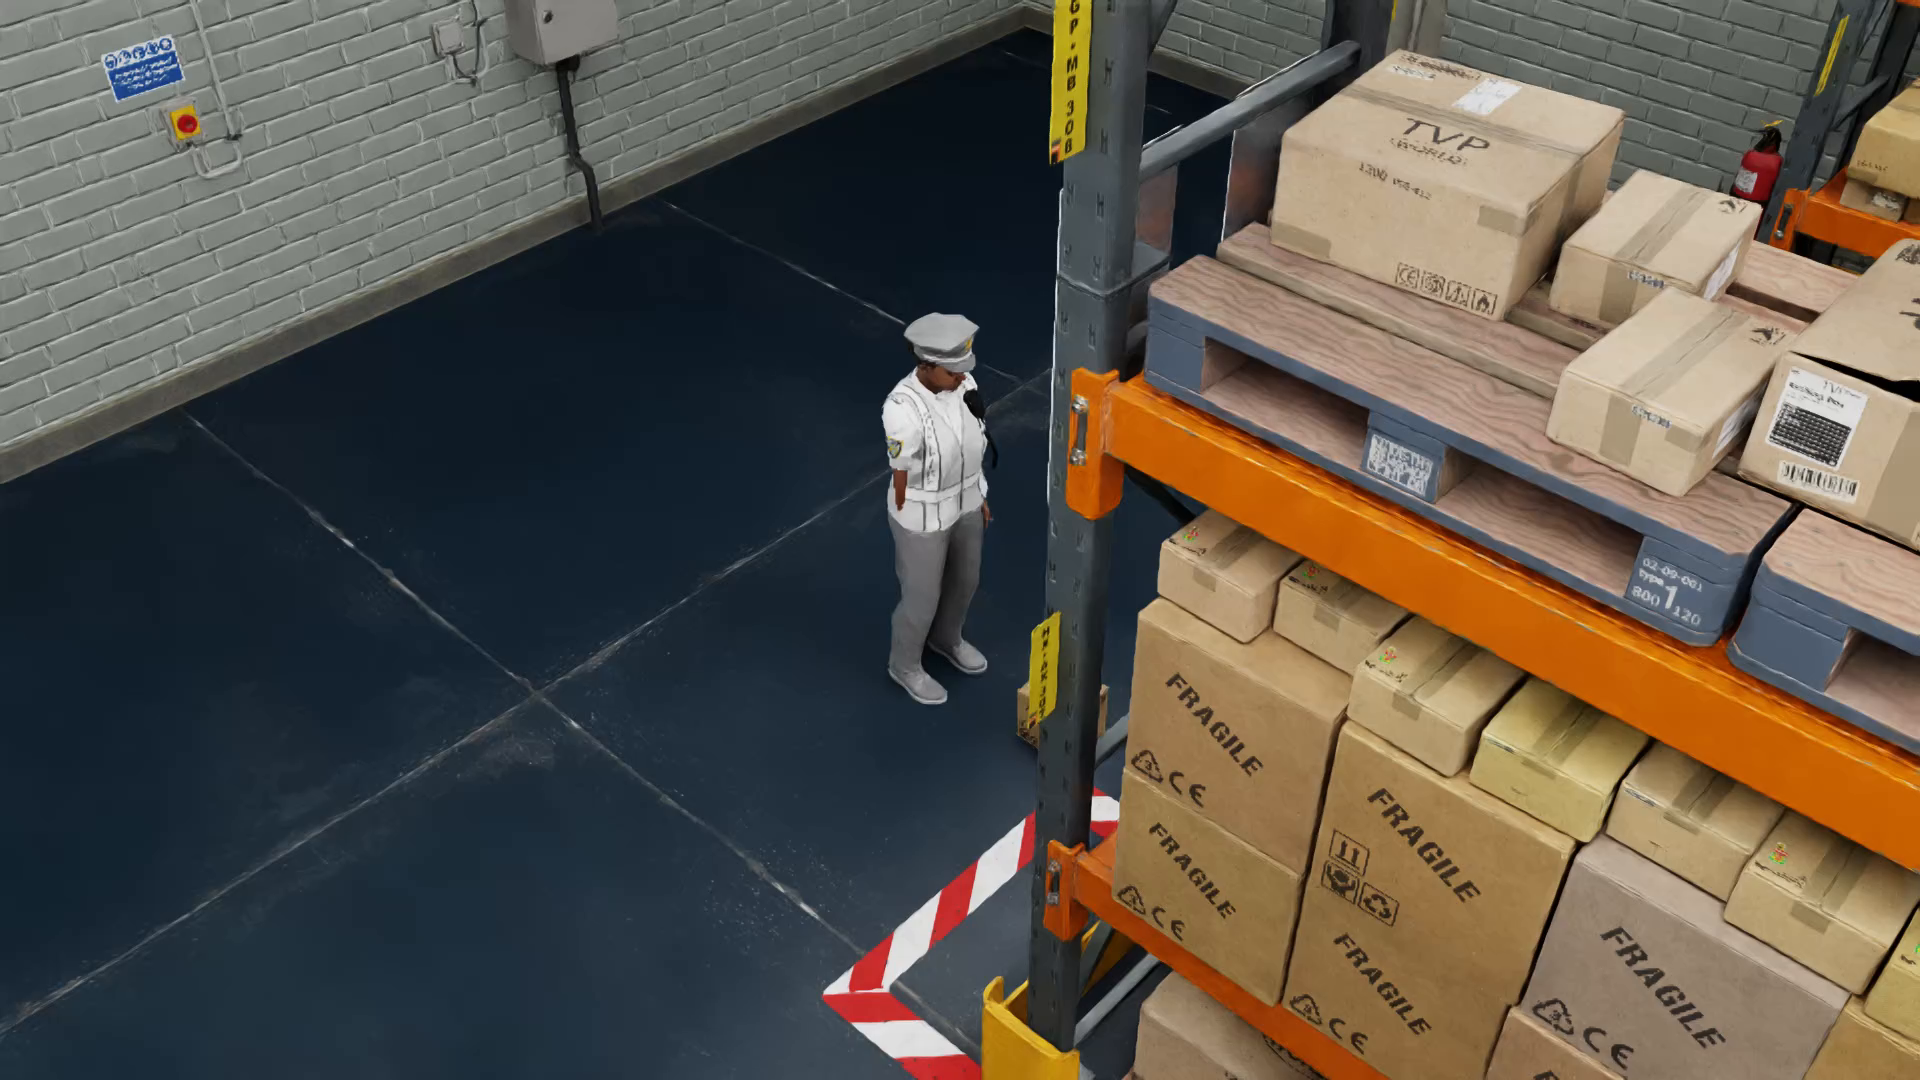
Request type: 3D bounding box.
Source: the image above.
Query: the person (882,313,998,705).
[{"bbox_3d":[-0.071,-0.111,6.298,0.340,1.658,0.438,31,49,32],"label":"person"}]
